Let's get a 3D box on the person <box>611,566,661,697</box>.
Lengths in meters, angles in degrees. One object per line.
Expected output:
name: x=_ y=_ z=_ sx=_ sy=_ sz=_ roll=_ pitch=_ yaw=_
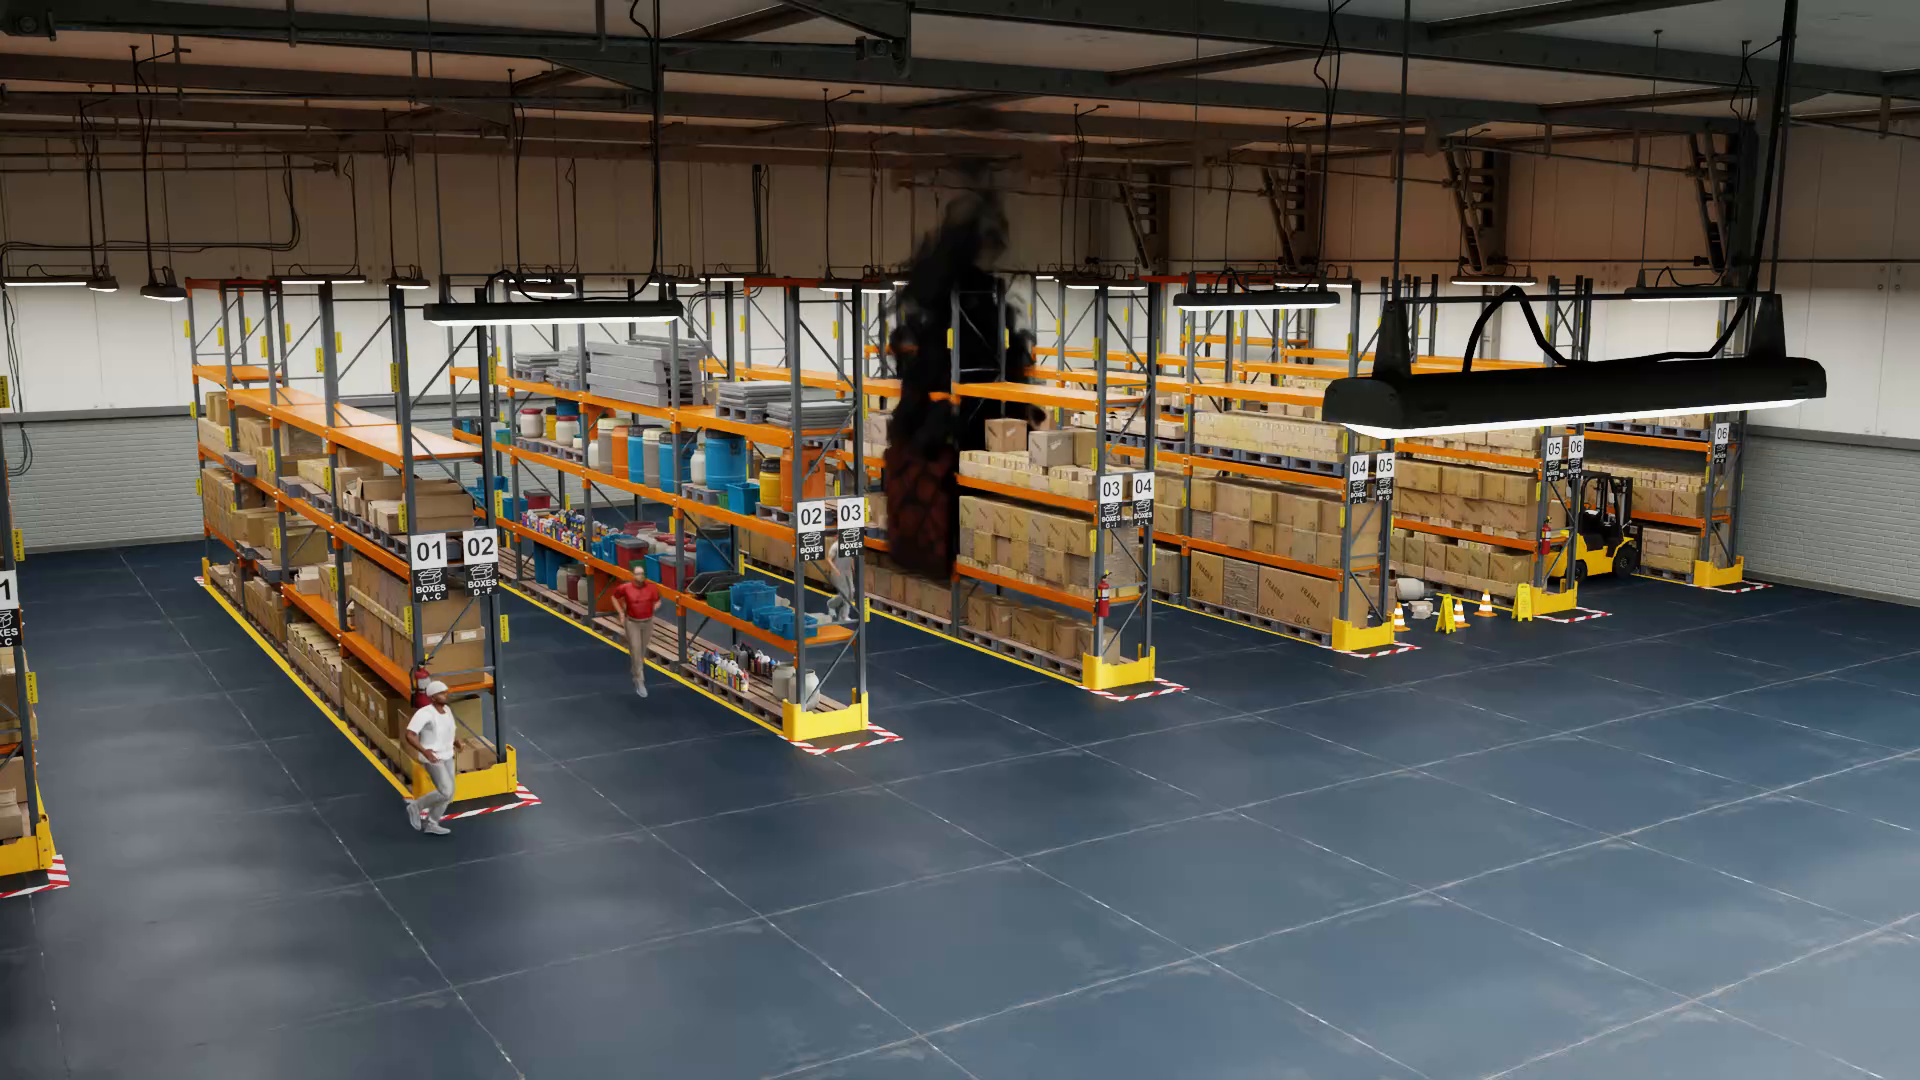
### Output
person: x=-4.548 y=1.258 z=23.623 sx=0.648 sy=1.809 sz=0.778 roll=-6 pitch=11 yaw=-34

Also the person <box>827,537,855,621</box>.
person: x=-2.008 y=0.565 z=28.042 sx=0.550 sy=1.632 sz=0.544 roll=-9 pitch=13 yaw=-43

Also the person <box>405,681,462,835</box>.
person: x=-5.806 y=2.415 z=18.519 sx=0.496 sy=1.711 sz=0.717 roll=3 pitch=10 yaw=15

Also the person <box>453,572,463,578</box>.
person: x=-8.775 y=0.440 z=28.793 sx=0.536 sy=1.586 sz=0.880 roll=-9 pitch=13 yaw=-43
